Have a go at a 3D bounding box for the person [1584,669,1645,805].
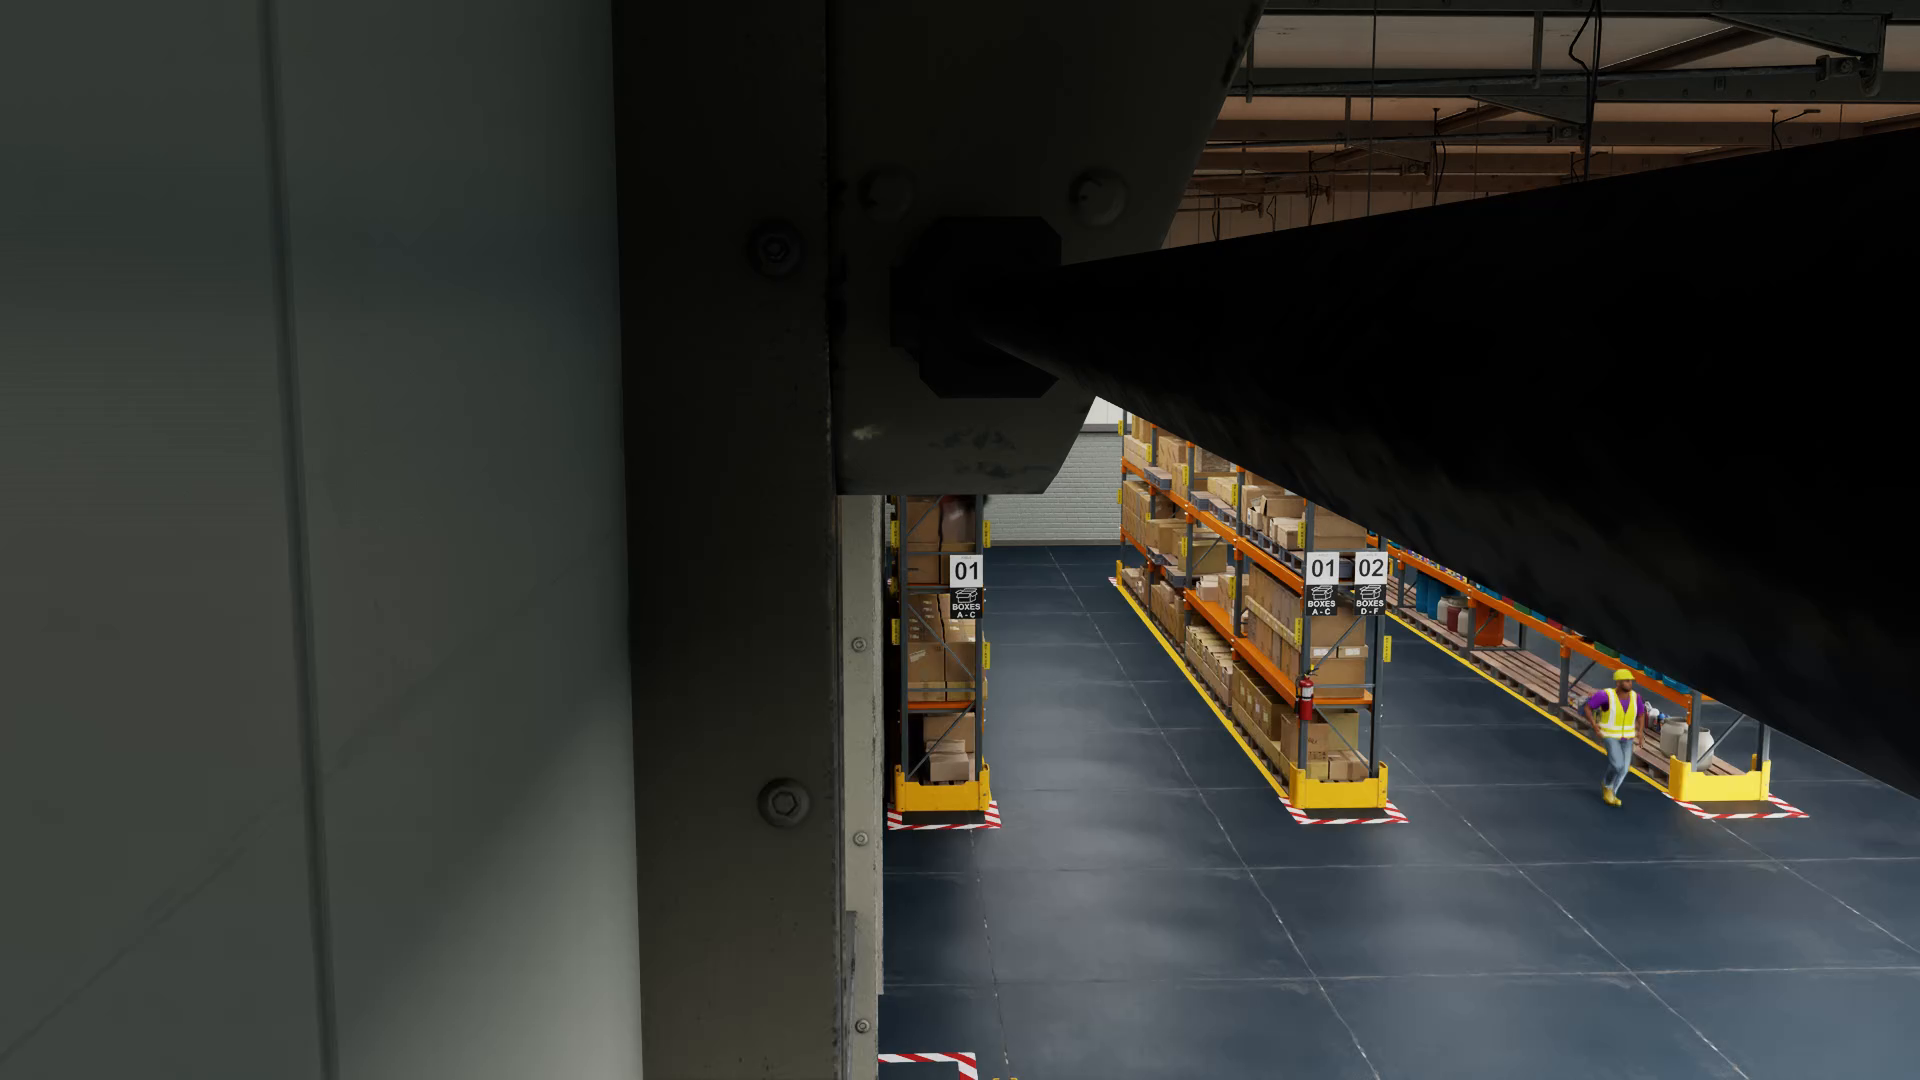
[{"bbox_3d":[8.163,2.453,20.587,0.724,1.722,0.580,-1,8,-5],"label":"person"}]
